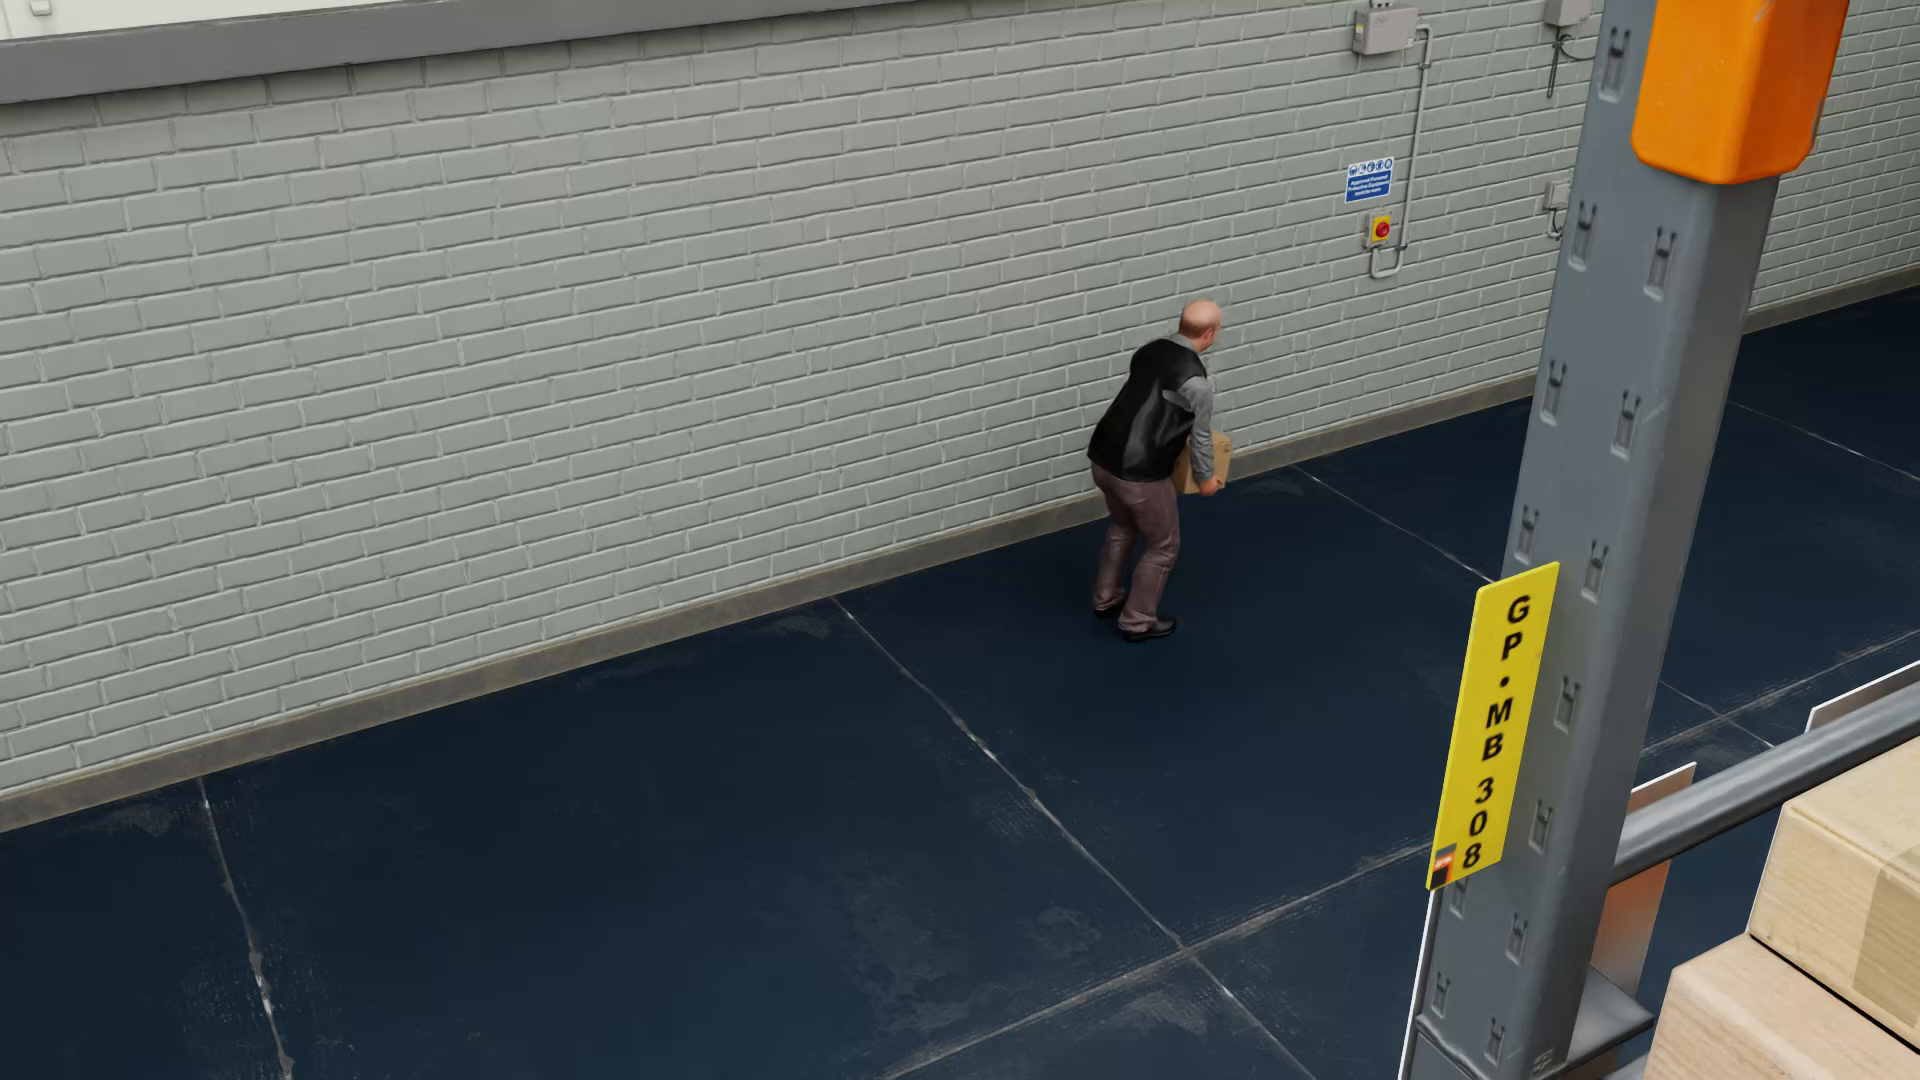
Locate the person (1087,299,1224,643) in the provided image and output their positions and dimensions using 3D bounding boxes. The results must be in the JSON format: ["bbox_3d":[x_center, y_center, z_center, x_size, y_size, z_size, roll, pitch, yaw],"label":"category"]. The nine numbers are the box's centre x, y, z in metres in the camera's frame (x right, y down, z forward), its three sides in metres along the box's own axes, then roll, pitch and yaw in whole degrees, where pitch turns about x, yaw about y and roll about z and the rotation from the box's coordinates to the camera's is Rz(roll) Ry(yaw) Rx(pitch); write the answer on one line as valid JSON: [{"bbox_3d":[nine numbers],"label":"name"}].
[{"bbox_3d":[0.920,-0.330,7.867,0.644,1.616,0.473,-16,33,-27],"label":"person"}]
